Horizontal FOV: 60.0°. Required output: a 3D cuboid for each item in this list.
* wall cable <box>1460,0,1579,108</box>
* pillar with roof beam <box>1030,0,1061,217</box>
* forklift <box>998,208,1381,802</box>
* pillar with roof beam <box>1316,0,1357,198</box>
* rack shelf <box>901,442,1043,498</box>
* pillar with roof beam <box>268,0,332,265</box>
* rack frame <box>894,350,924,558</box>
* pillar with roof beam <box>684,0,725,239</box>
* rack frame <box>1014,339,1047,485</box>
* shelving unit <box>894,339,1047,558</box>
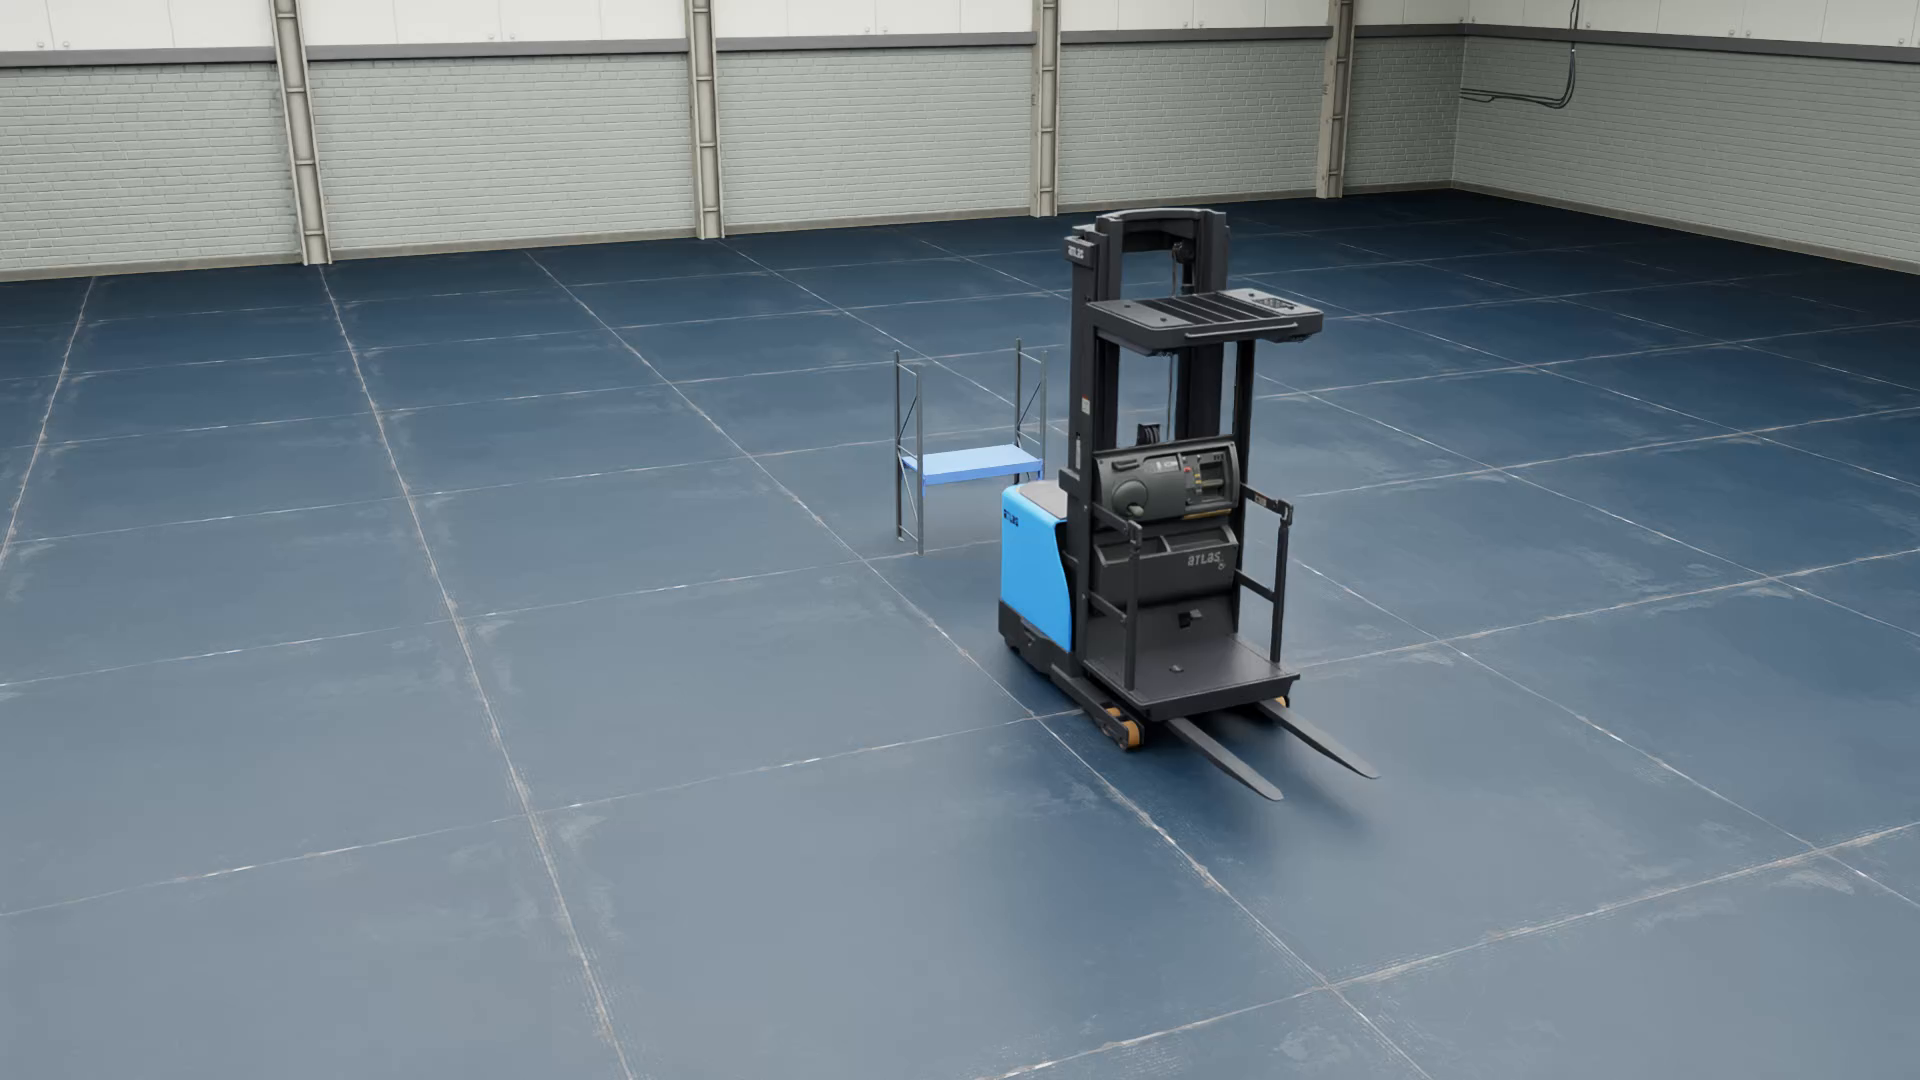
[{"bbox_3d":[10.201,-9.255,30.432,0.112,2.526,3.097,-8,21,-22],"label":"wall cable"},{"bbox_3d":[3.169,-8.633,23.990,0.400,9.000,9.100,-8,21,-22],"label":"pillar with roof beam"},{"bbox_3d":[1.313,-0.336,9.563,1.130,2.935,3.031,-8,21,-22],"label":"forklift"},{"bbox_3d":[8.678,-9.422,26.232,0.400,9.000,9.100,-8,21,-22],"label":"pillar with roof beam"},{"bbox_3d":[0.078,-0.549,12.865,1.000,0.185,0.538,-8,21,-22],"label":"rack shelf"},{"bbox_3d":[-7.850,-7.054,19.507,0.400,9.000,9.100,-8,21,-22],"label":"pillar with roof beam"},{"bbox_3d":[-0.388,-0.652,12.615,0.032,1.500,0.500,-8,21,-22],"label":"rack frame"},{"bbox_3d":[-2.341,-7.843,21.749,0.400,9.000,9.100,-8,21,-22],"label":"pillar with roof beam"},{"bbox_3d":[0.545,-0.786,12.995,0.032,1.500,0.500,-8,21,-22],"label":"rack frame"},{"bbox_3d":[0.078,-0.719,12.805,1.048,1.500,0.538,-8,21,-22],"label":"shelving unit"}]
